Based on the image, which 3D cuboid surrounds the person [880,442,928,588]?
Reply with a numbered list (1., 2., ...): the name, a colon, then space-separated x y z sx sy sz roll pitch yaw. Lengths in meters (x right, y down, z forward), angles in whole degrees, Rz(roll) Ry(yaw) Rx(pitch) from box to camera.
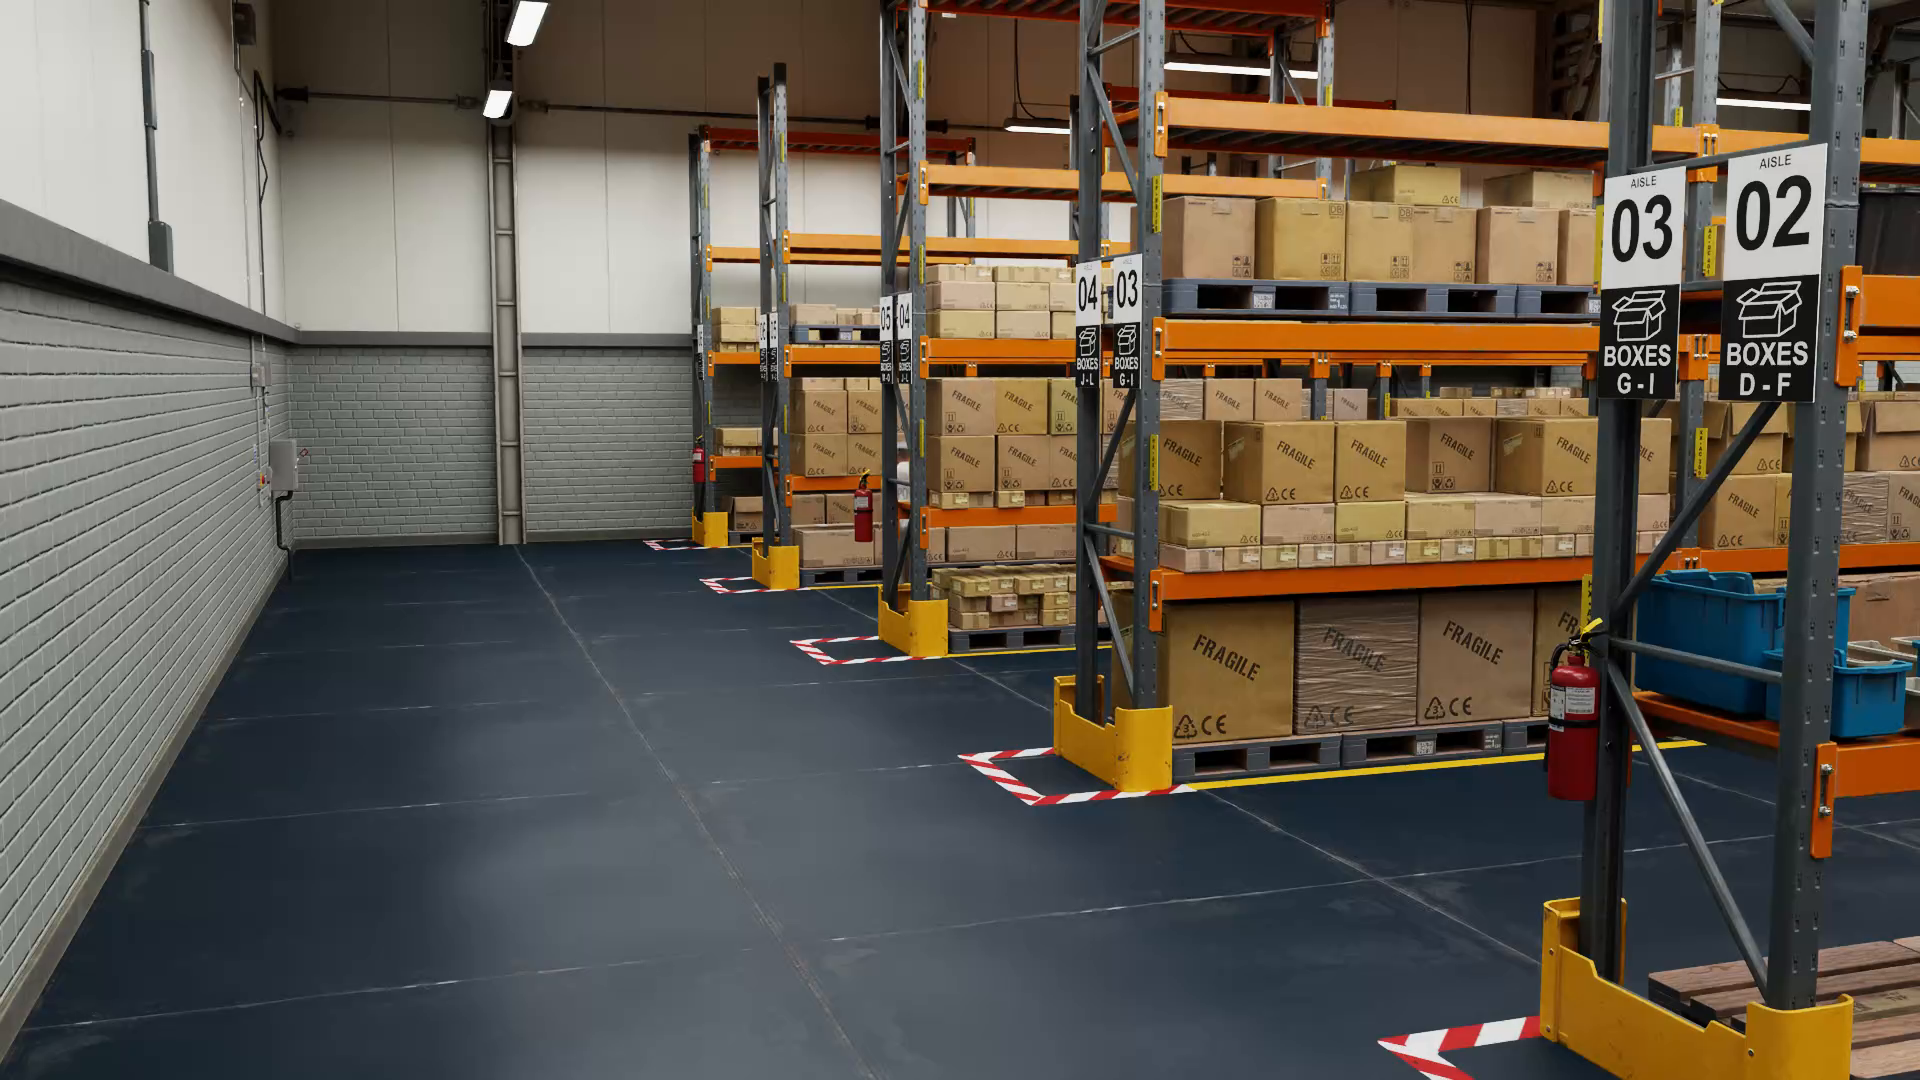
1. person: -0.597 -0.179 18.065 0.570 1.749 0.476 -2 6 -20
